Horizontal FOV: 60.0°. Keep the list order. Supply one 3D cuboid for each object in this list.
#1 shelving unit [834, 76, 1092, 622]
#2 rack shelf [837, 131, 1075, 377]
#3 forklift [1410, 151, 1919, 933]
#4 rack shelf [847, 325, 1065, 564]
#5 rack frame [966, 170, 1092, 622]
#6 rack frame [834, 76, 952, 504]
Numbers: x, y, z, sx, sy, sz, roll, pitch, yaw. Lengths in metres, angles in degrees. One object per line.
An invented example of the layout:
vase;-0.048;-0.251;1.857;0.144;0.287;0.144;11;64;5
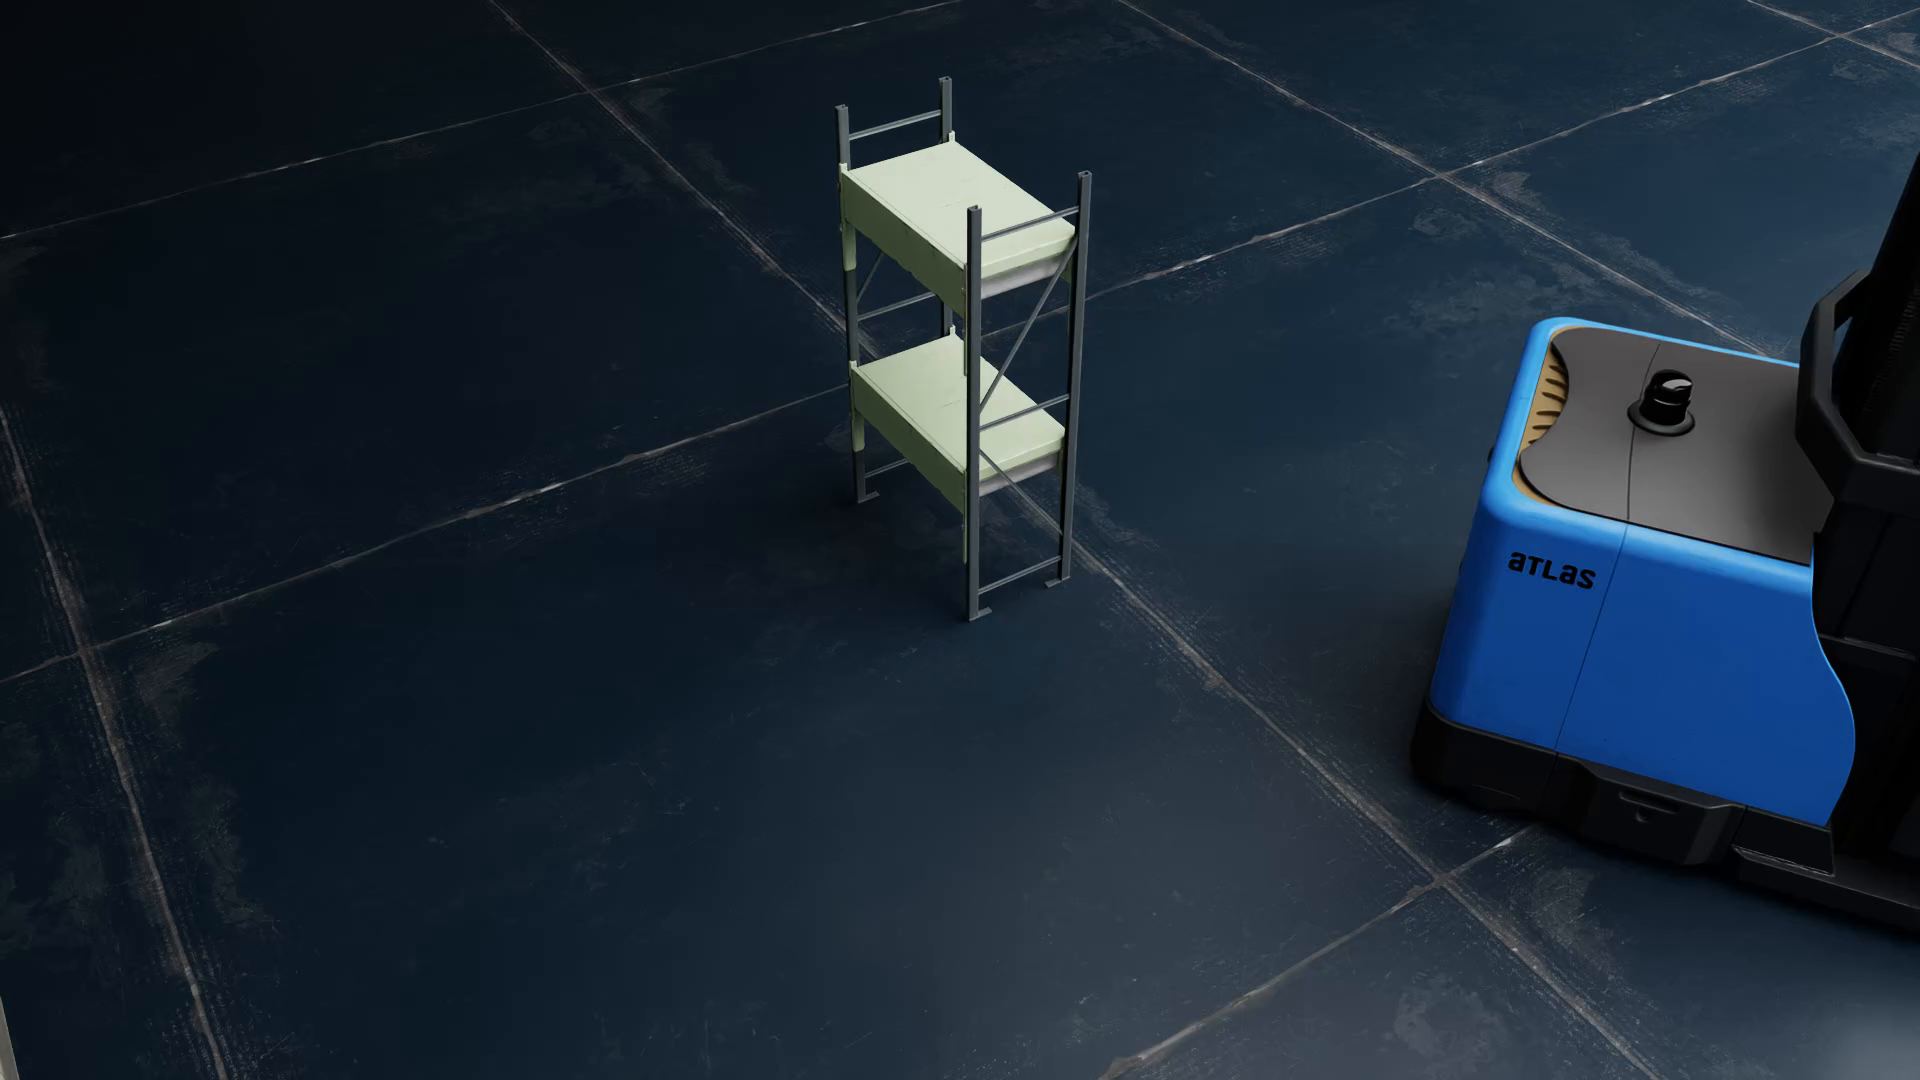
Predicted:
shelving unit;-0.004;-0.580;5.274;0.431;1.500;0.755;-22;45;-24
rack shelf;-0.004;-0.880;5.024;0.431;0.370;0.720;-22;45;-24
forklift;2.885;-0.321;3.845;3.031;2.935;1.130;15;42;18
rack shelf;-0.004;-0.329;5.483;0.431;0.370;0.720;-22;45;-24
rack frame;0.193;-0.382;5.037;0.400;1.500;0.023;-22;45;-24
rack frame;-0.200;-0.777;5.511;0.400;1.500;0.023;-22;45;-24
